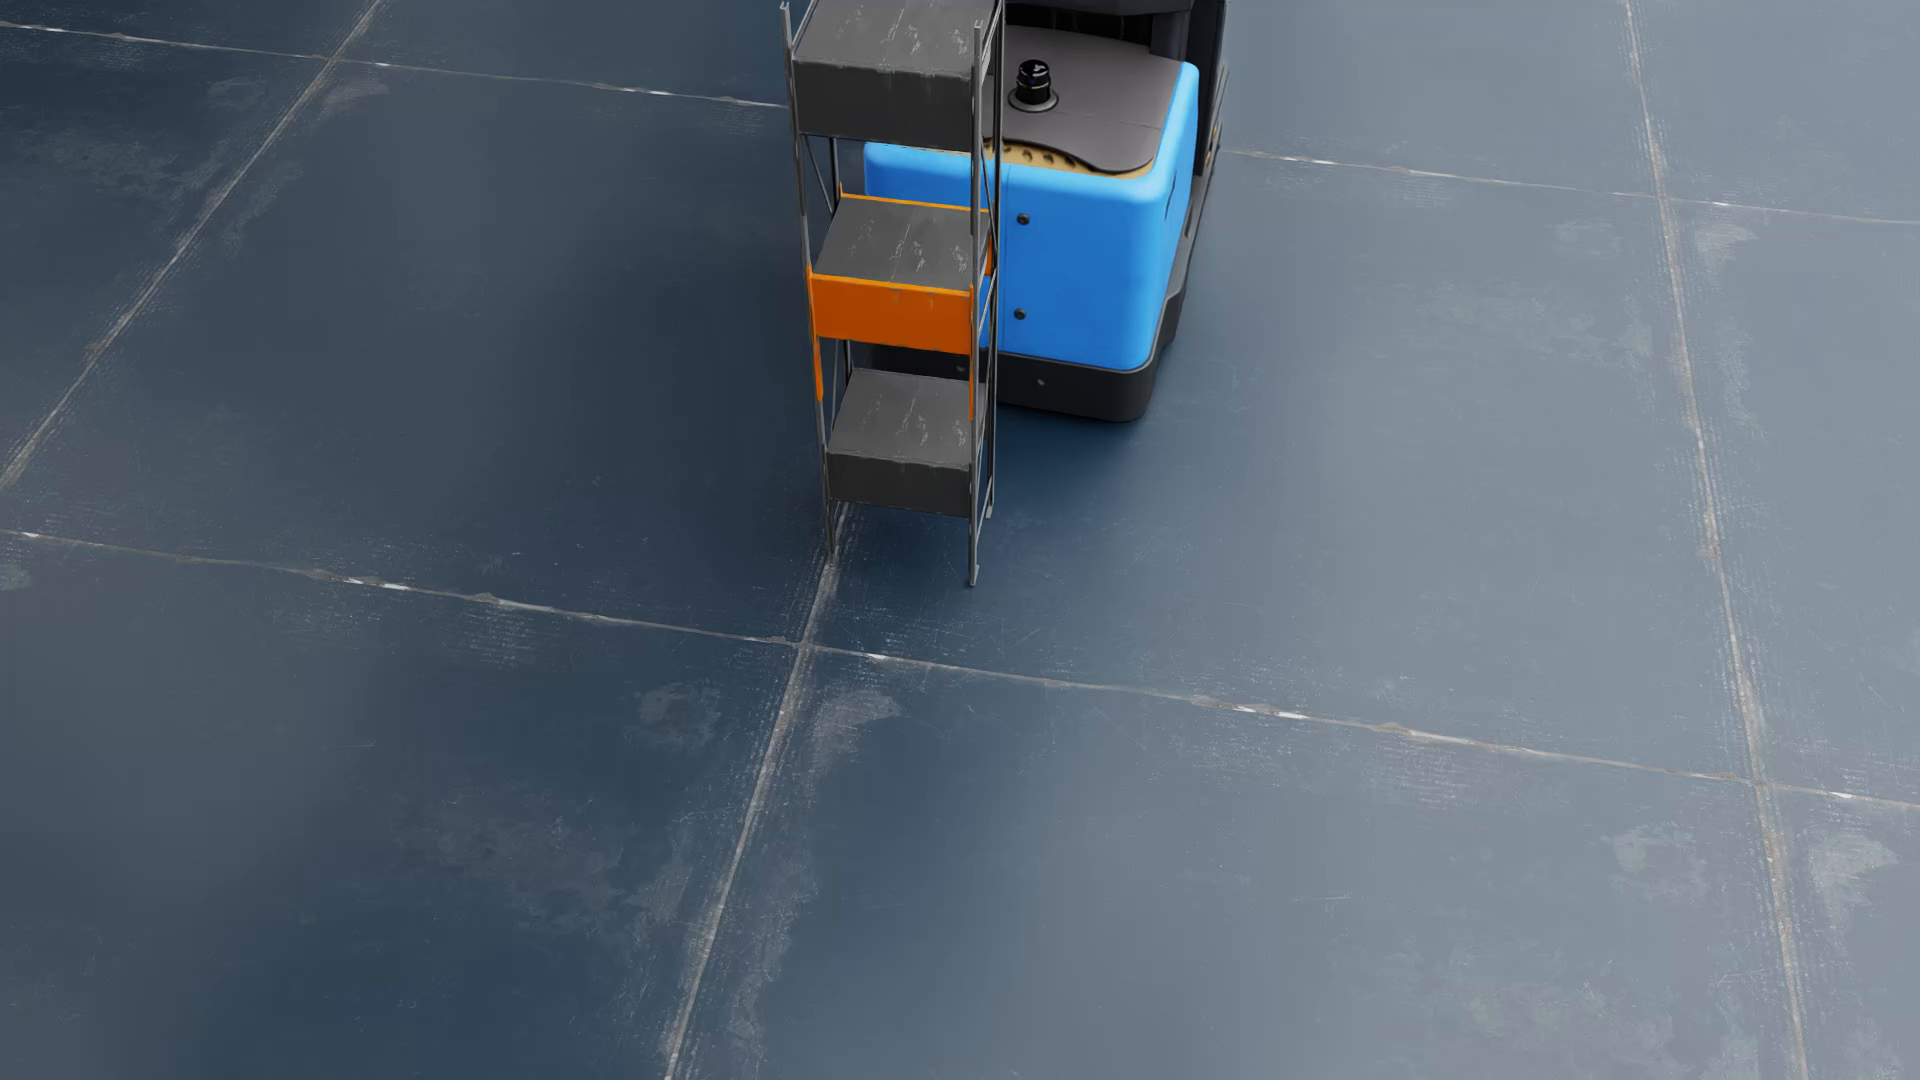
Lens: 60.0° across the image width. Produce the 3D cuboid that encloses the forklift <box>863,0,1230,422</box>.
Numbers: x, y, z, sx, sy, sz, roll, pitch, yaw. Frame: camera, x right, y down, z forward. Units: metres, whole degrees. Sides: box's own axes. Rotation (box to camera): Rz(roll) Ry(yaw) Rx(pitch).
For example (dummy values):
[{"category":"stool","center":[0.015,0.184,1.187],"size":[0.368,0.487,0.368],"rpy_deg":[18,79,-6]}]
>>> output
[{"category":"forklift","center":[0.512,-2.531,6.053],"size":[1.130,2.935,3.031],"rpy_deg":[10,49,9]}]

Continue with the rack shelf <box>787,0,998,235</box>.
[{"category":"rack shelf","center":[-0.163,-1.182,4.478],"size":[0.480,0.518,0.431],"rpy_deg":[8,49,7]}]

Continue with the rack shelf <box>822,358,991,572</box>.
[{"category":"rack shelf","center":[-0.163,-0.247,5.519],"size":[0.480,0.518,0.431],"rpy_deg":[8,49,7]}]

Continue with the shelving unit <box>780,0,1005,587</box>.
[{"category":"shelving unit","center":[-0.163,-0.724,4.989],"size":[0.503,2.100,0.431],"rpy_deg":[8,49,7]}]

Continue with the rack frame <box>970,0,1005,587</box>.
[{"category":"rack frame","center":[0.077,-0.691,4.960],"size":[0.015,2.100,0.400],"rpy_deg":[8,49,7]}]

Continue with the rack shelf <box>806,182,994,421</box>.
[{"category":"rack shelf","center":[-0.163,-0.715,4.999],"size":[0.480,0.518,0.431],"rpy_deg":[8,49,7]}]

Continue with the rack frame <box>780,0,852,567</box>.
[{"category":"rack frame","center":[-0.403,-0.756,5.018],"size":[0.015,2.100,0.400],"rpy_deg":[8,49,7]}]
